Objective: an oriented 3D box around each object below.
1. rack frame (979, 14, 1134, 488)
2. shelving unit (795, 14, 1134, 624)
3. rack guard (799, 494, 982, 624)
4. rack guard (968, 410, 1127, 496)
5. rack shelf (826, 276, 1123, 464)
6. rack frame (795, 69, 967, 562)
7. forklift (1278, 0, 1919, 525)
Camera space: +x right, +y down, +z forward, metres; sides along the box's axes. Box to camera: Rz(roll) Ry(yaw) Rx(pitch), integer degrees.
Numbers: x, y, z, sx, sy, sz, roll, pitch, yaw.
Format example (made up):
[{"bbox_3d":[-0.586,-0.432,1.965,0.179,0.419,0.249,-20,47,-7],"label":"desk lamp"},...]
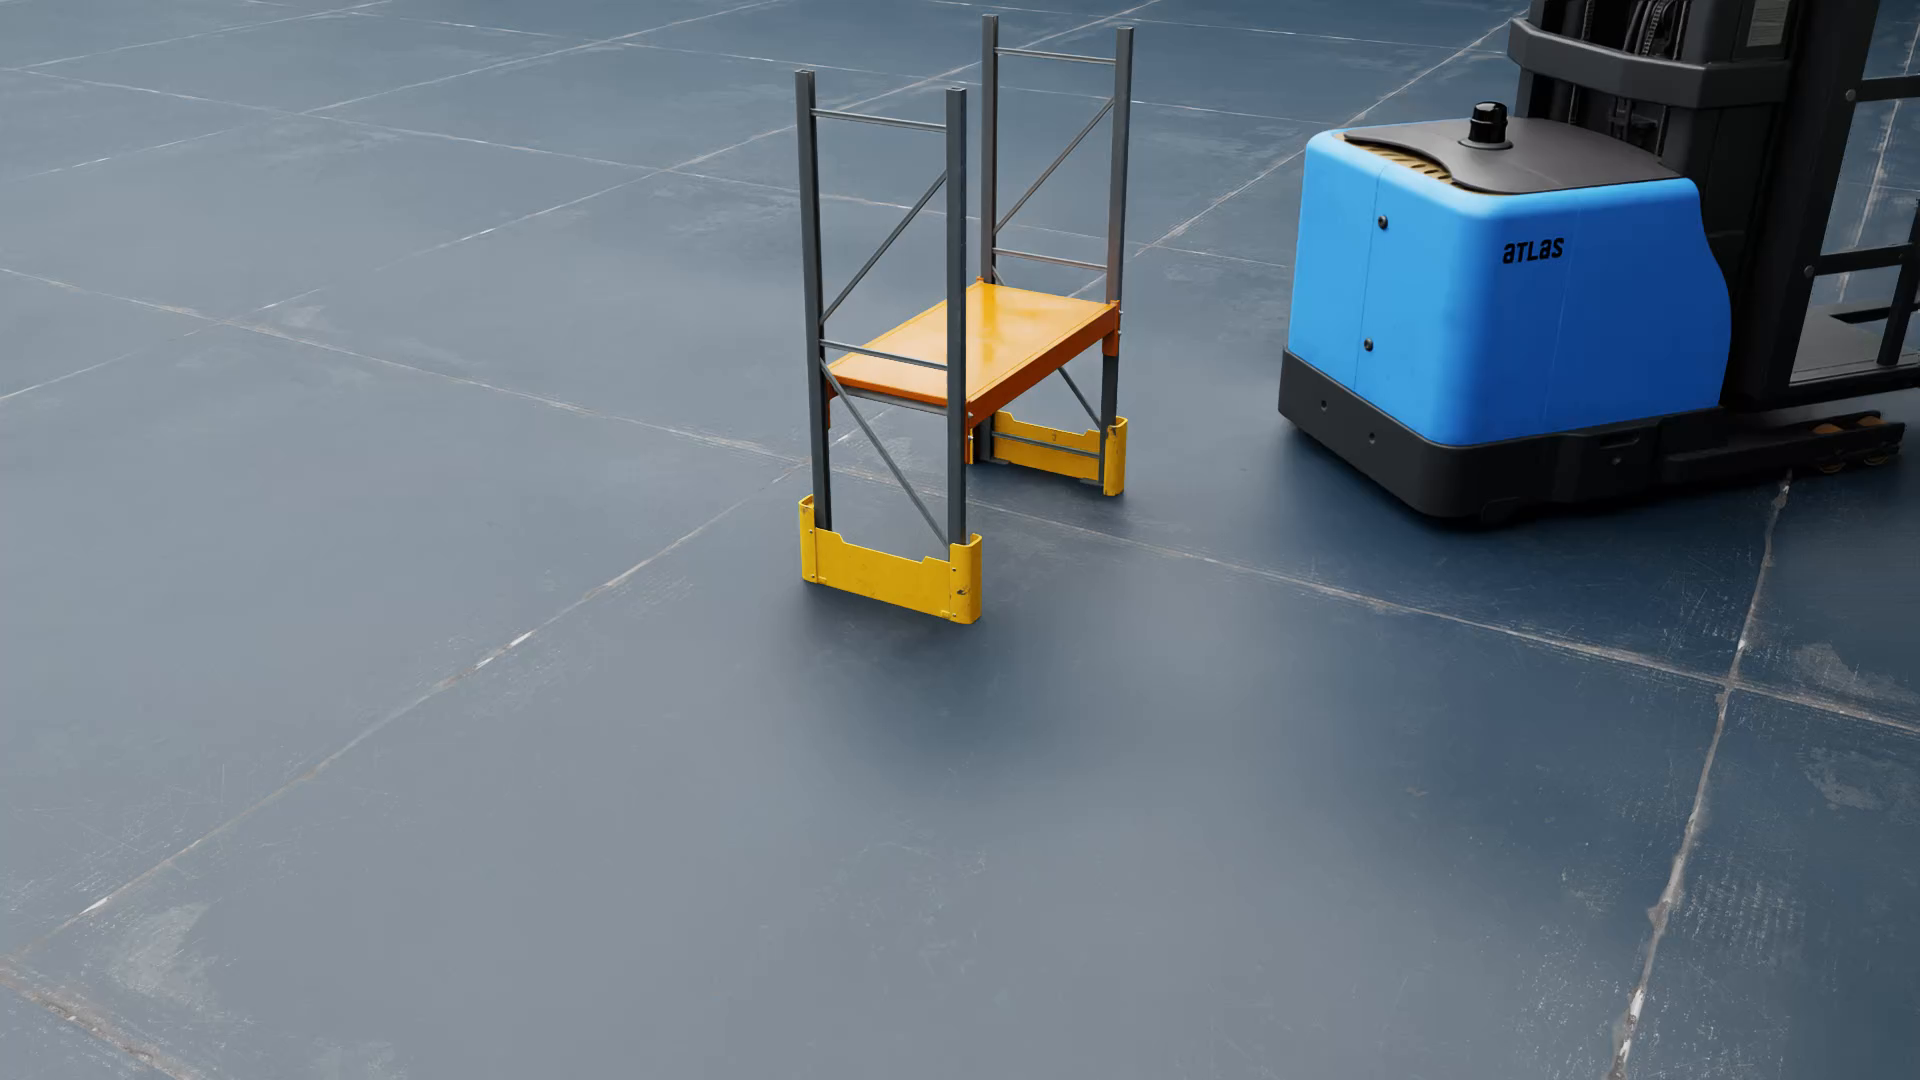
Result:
[{"bbox_3d":[0.292,-0.902,5.376,0.500,1.500,0.032,14,30,26],"label":"rack frame"},{"bbox_3d":[0.037,-0.700,4.974,0.587,1.500,1.083,14,30,26],"label":"shelving unit"},{"bbox_3d":[-0.208,0.053,4.866,0.587,0.250,0.087,14,30,26],"label":"rack guard"},{"bbox_3d":[0.282,-0.336,5.641,0.587,0.250,0.087,14,30,26],"label":"rack guard"},{"bbox_3d":[0.042,-0.543,5.061,0.538,0.185,1.000,14,30,26],"label":"rack shelf"},{"bbox_3d":[-0.208,-0.506,4.585,0.500,1.500,0.032,14,30,26],"label":"rack frame"},{"bbox_3d":[2.724,-1.752,5.475,3.031,2.935,1.130,-9,28,-18],"label":"forklift"}]
